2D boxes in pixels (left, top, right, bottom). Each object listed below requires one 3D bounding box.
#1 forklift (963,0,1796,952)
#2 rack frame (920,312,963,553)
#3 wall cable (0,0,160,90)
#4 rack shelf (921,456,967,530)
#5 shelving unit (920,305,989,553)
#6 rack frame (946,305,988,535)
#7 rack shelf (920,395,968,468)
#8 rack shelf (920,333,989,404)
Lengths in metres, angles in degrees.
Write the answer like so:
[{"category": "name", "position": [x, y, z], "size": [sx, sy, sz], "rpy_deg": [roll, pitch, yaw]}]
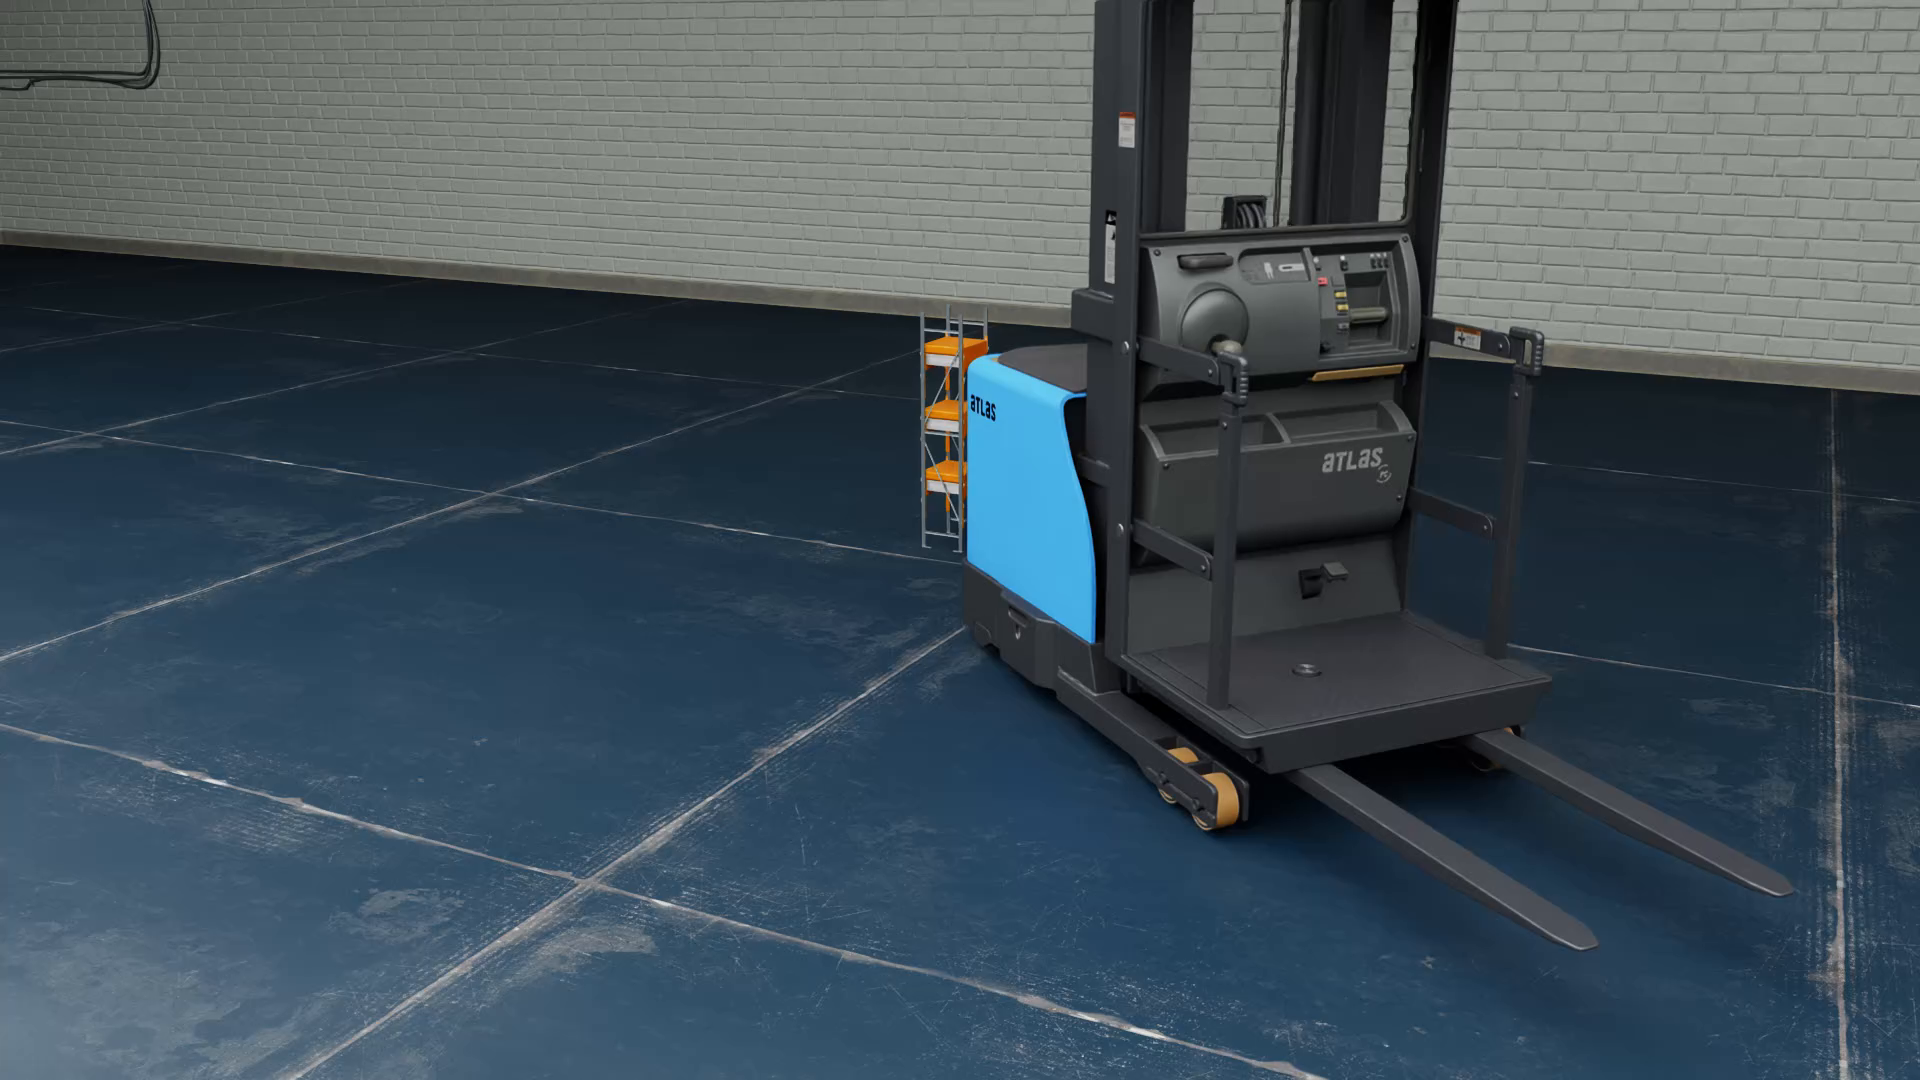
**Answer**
[{"category": "forklift", "position": [1.068, -0.715, 4.785], "size": [1.130, 2.935, 3.031], "rpy_deg": [-7, 18, -23]}, {"category": "rack frame", "position": [-0.078, -0.459, 7.224], "size": [0.200, 1.050, 0.008], "rpy_deg": [8, 18, 25]}, {"category": "wall cable", "position": [-9.522, -5.969, 17.270], "size": [3.097, 2.526, 0.112], "rpy_deg": [8, 18, 25]}, {"category": "rack shelf", "position": [-0.024, -0.213, 7.411], "size": [0.215, 0.259, 0.240], "rpy_deg": [8, 18, 25]}, {"category": "shelving unit", "position": [-0.024, -0.490, 7.329], "size": [0.215, 1.050, 0.252], "rpy_deg": [8, 18, 25]}, {"category": "rack frame", "position": [0.031, -0.521, 7.434], "size": [0.200, 1.050, 0.008], "rpy_deg": [8, 18, 25]}, {"category": "rack shelf", "position": [-0.024, -0.479, 7.332], "size": [0.215, 0.259, 0.240], "rpy_deg": [8, 18, 25]}, {"category": "rack shelf", "position": [-0.024, -0.752, 7.251], "size": [0.215, 0.259, 0.240], "rpy_deg": [8, 18, 25]}]
